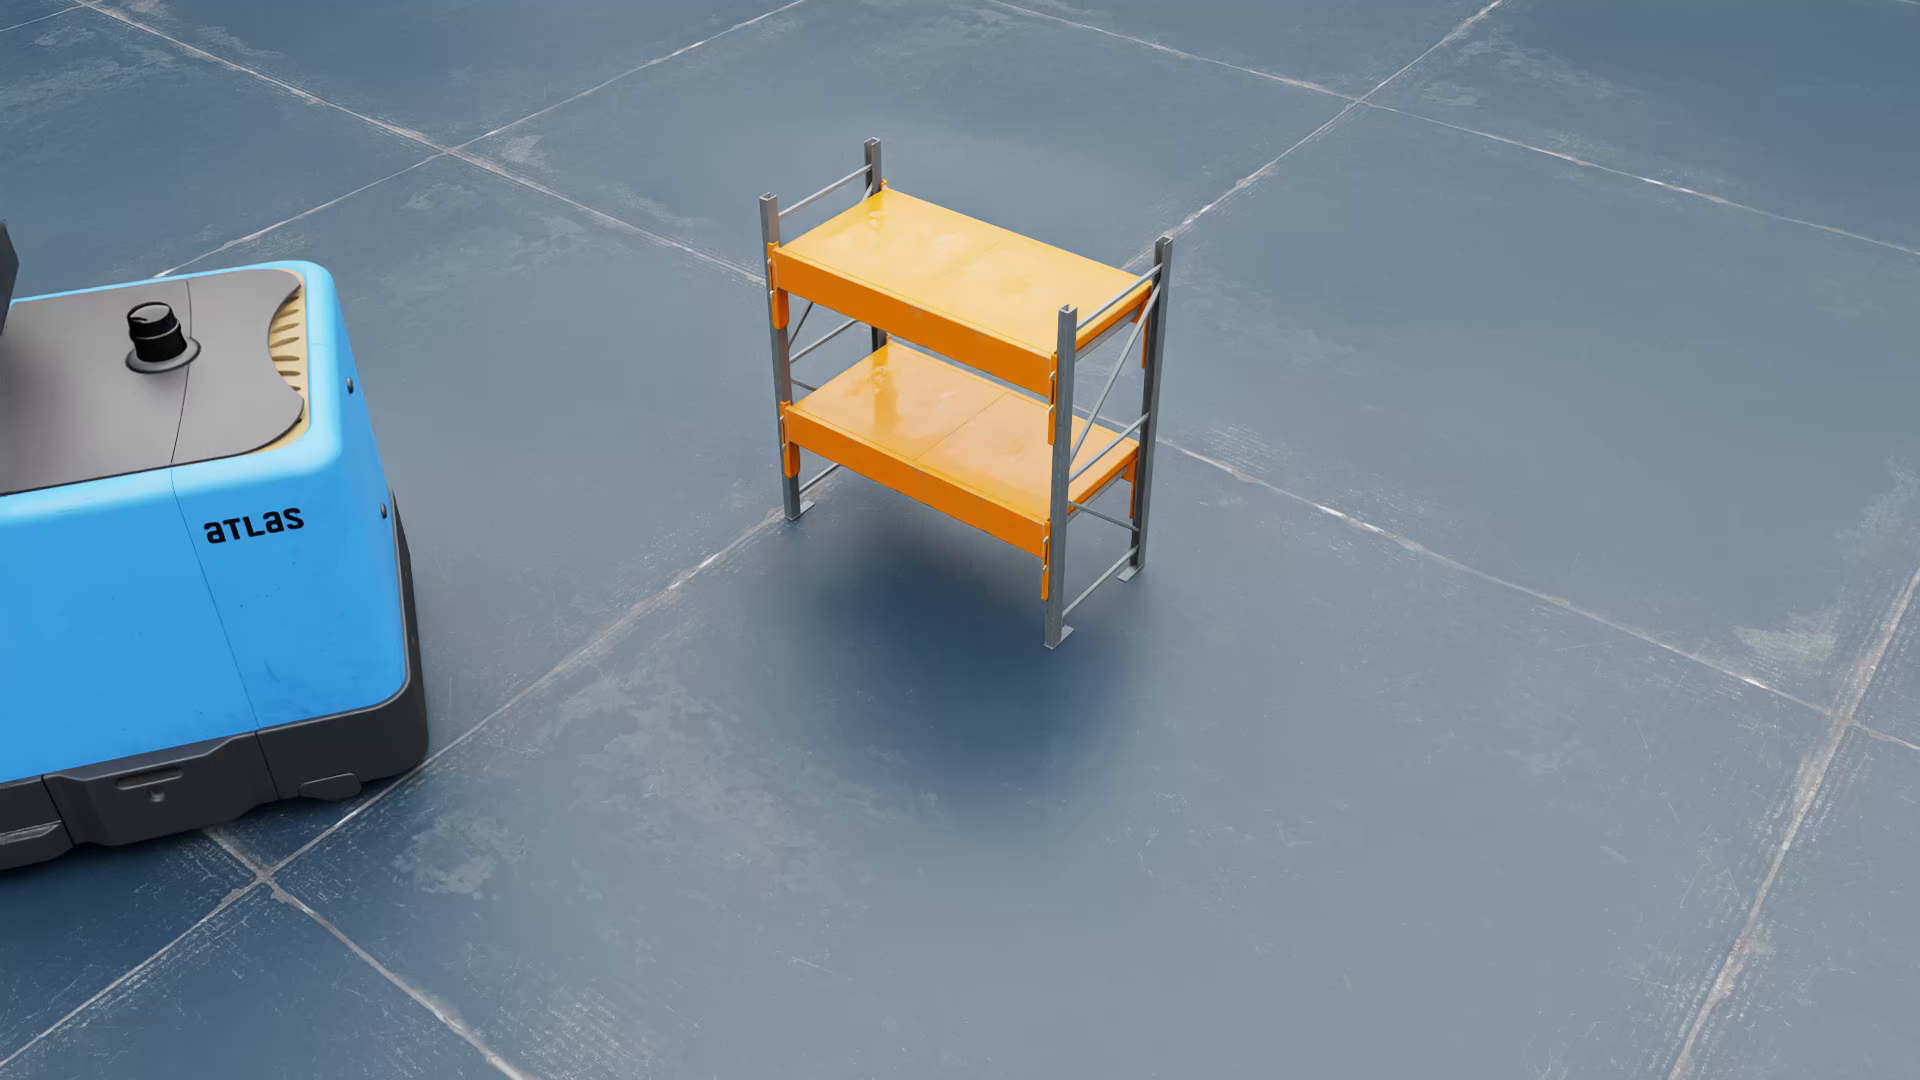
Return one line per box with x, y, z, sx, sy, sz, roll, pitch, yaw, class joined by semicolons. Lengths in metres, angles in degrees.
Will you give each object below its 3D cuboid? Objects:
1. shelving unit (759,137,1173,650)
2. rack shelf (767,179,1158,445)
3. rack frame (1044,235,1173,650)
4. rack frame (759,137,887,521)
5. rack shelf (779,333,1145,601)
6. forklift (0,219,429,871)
0.005;-0.440;4.900;1.048;1.125;0.538;25;45;29;shelving unit
0.005;-0.671;4.720;1.000;0.278;0.538;25;45;29;rack shelf
0.409;-0.250;4.657;0.032;1.125;0.500;25;45;29;rack frame
-0.398;-0.631;5.143;0.032;1.125;0.500;25;45;29;rack frame
0.005;-0.248;5.051;1.000;0.278;0.538;25;45;29;rack shelf
-2.991;-0.518;3.534;3.031;2.935;1.130;-11;39;-14;forklift
